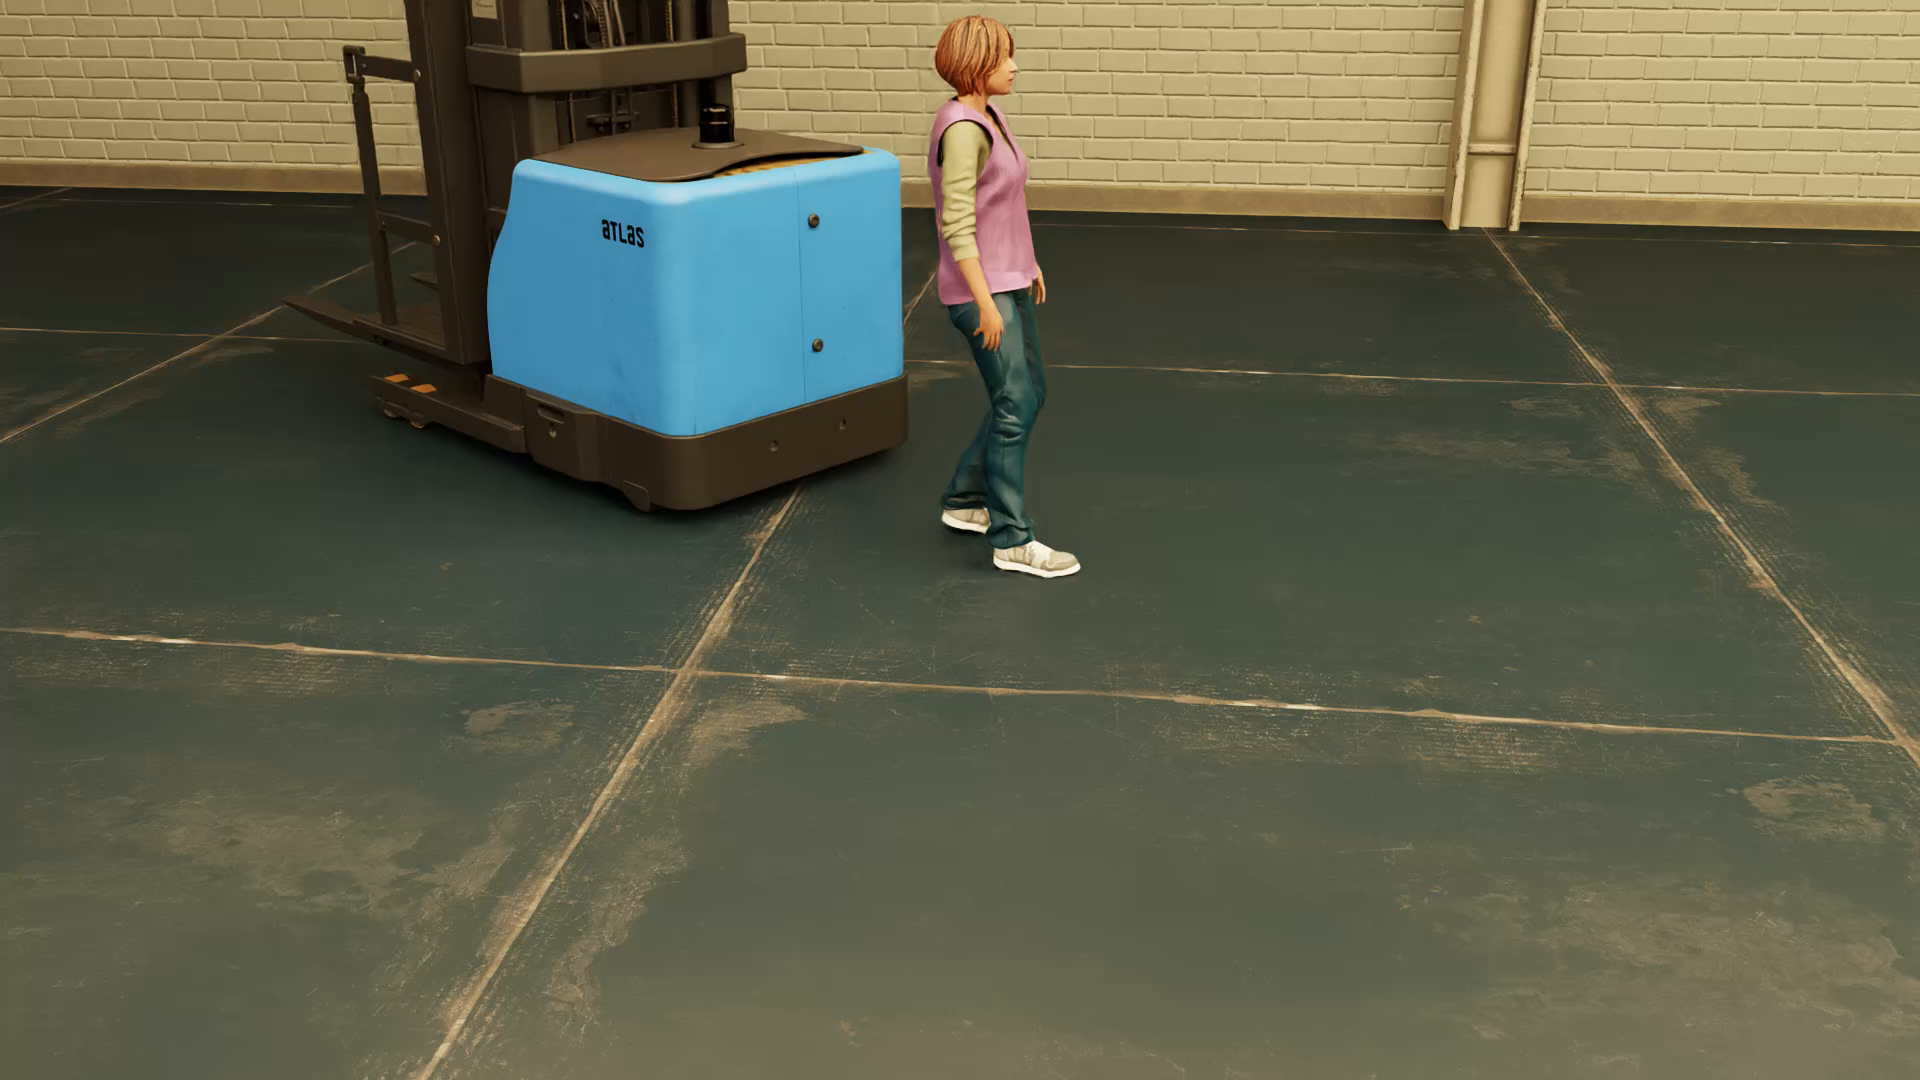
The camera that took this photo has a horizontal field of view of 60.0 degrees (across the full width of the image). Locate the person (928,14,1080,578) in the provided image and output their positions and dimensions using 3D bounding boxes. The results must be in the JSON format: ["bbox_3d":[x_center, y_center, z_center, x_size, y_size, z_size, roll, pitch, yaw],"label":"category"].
[{"bbox_3d":[0.166,-0.722,4.896,0.500,1.575,0.568,5,22,12],"label":"person"}]

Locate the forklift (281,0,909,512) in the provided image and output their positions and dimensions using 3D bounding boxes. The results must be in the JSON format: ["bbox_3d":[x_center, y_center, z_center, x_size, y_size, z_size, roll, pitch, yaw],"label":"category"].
[{"bbox_3d":[-1.599,-1.899,5.970,3.031,2.935,1.130,19,29,39],"label":"forklift"}]
